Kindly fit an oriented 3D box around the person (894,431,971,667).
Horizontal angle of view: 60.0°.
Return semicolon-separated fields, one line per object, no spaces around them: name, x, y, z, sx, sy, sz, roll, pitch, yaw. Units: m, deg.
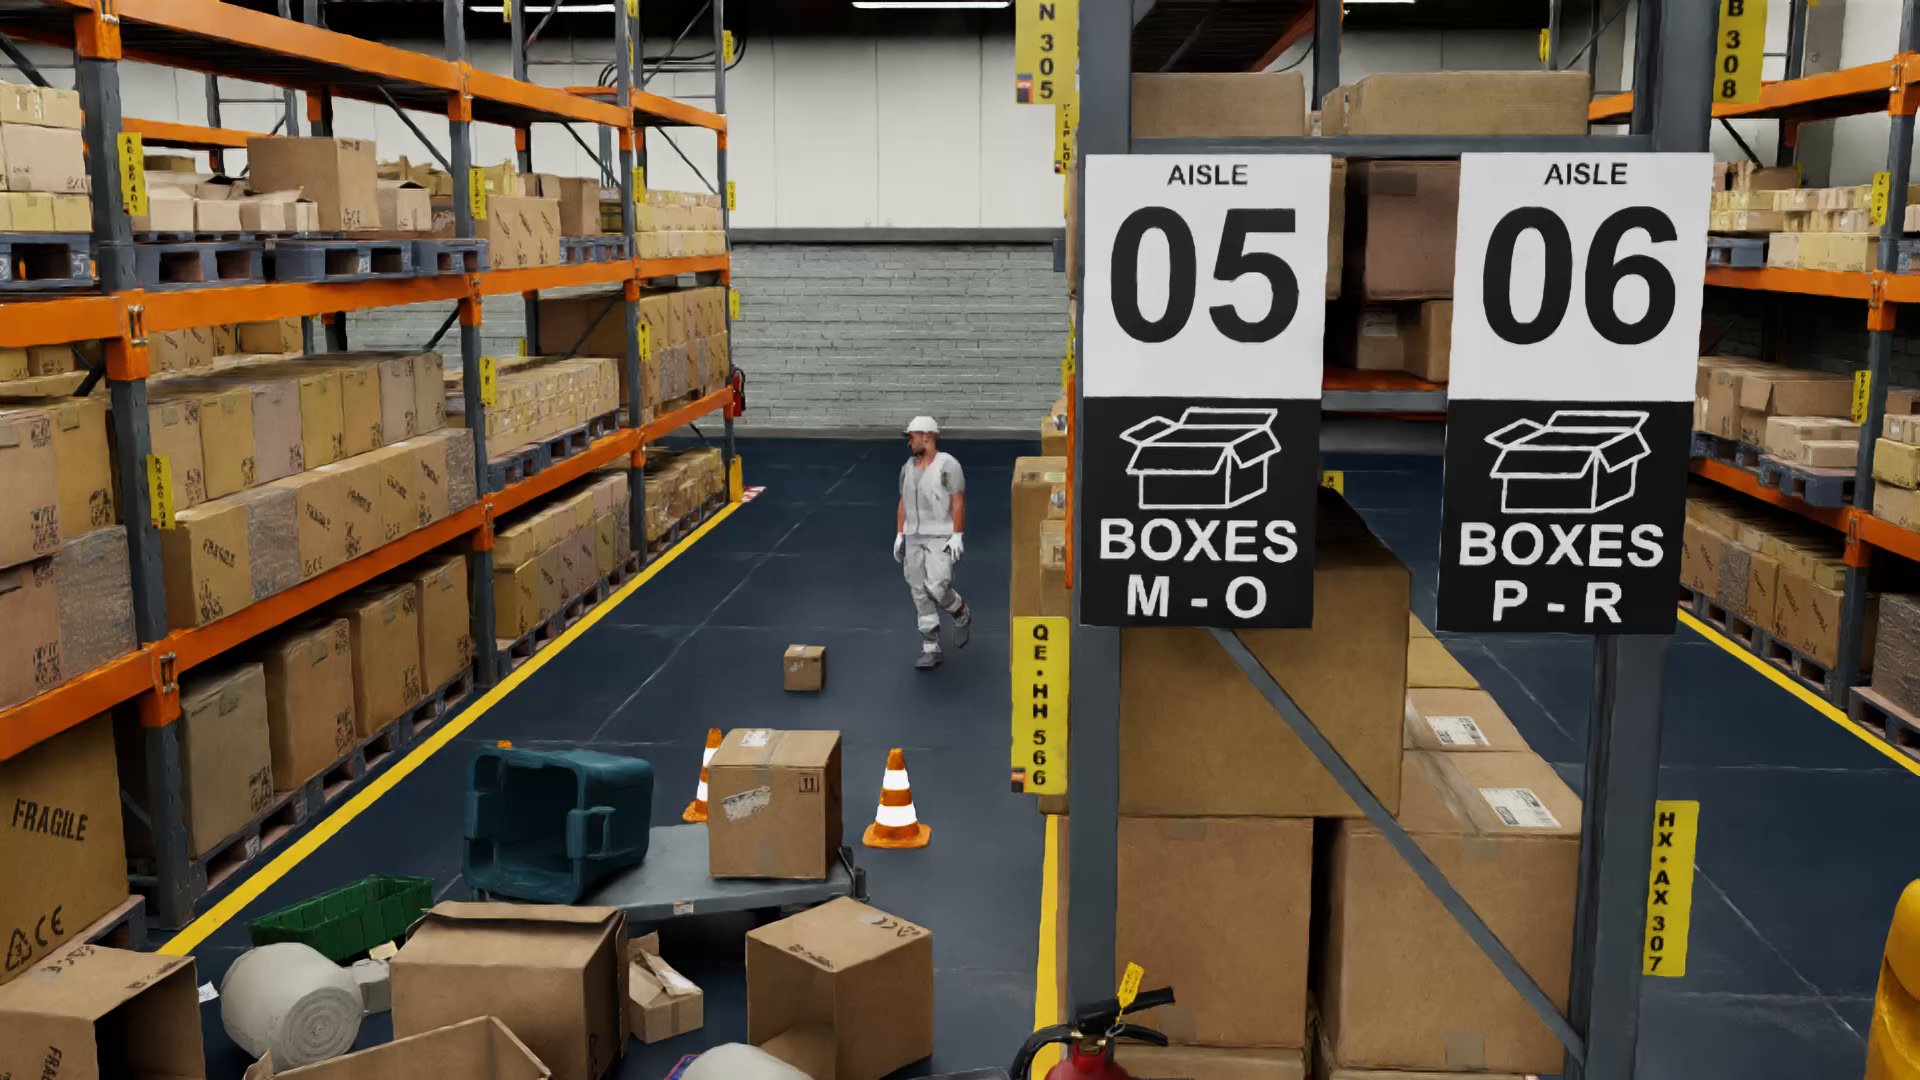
person;-14.779;1.266;5.270;17.352;1.721;27.931;7;13;33
